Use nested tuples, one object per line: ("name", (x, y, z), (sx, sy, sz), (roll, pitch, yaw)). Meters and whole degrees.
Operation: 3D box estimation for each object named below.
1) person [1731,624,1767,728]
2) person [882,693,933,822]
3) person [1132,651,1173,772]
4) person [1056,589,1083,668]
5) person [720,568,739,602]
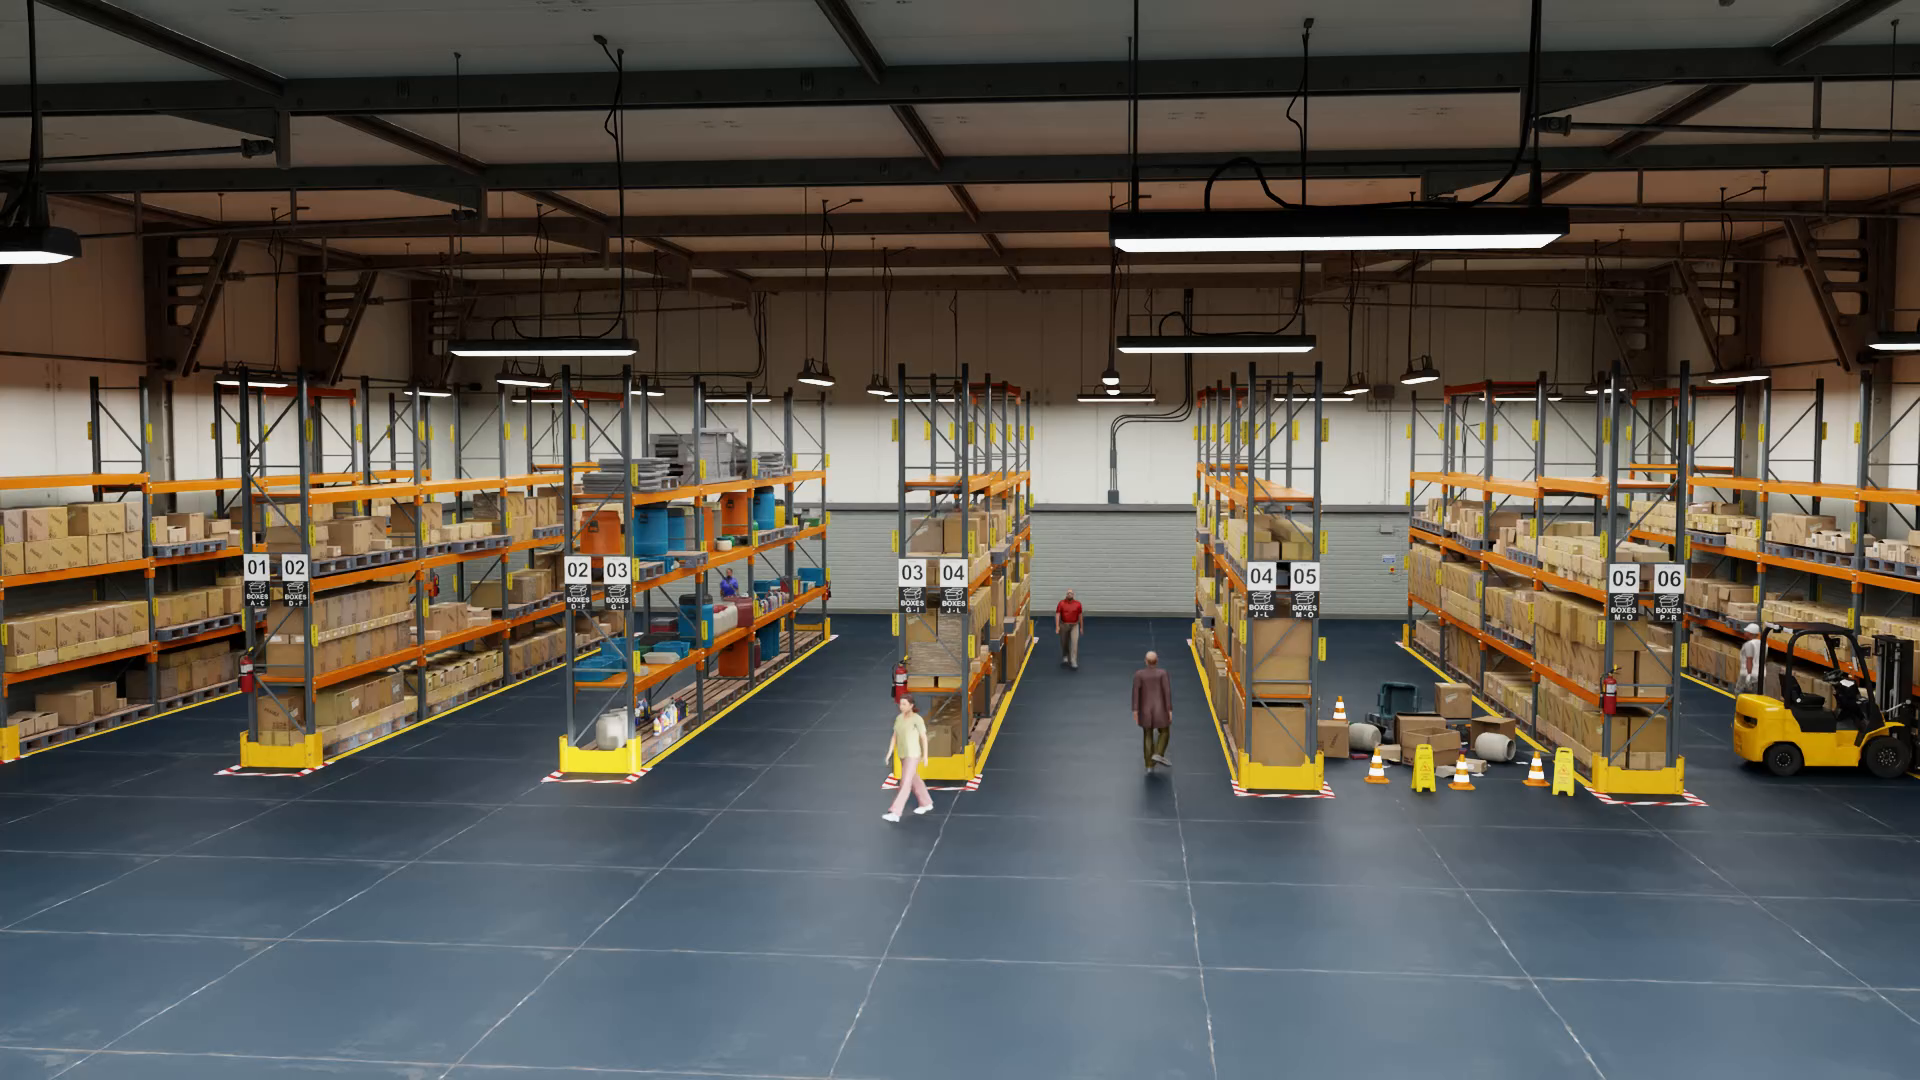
("person", (13.430, 2.329, 28.086), (0.530, 1.816, 0.556), (-1, 4, -8))
("person", (-0.712, 2.793, 21.479), (1.063, 1.611, 0.483), (-3, 5, -42))
("person", (2.840, 2.534, 24.579), (0.616, 1.770, 0.571), (1, 4, 15))
("person", (2.344, 1.873, 35.602), (0.600, 1.663, 1.099), (0, 4, 2))
("person", (-5.799, 1.510, 41.818), (0.513, 1.580, 1.012), (0, 4, 4))
